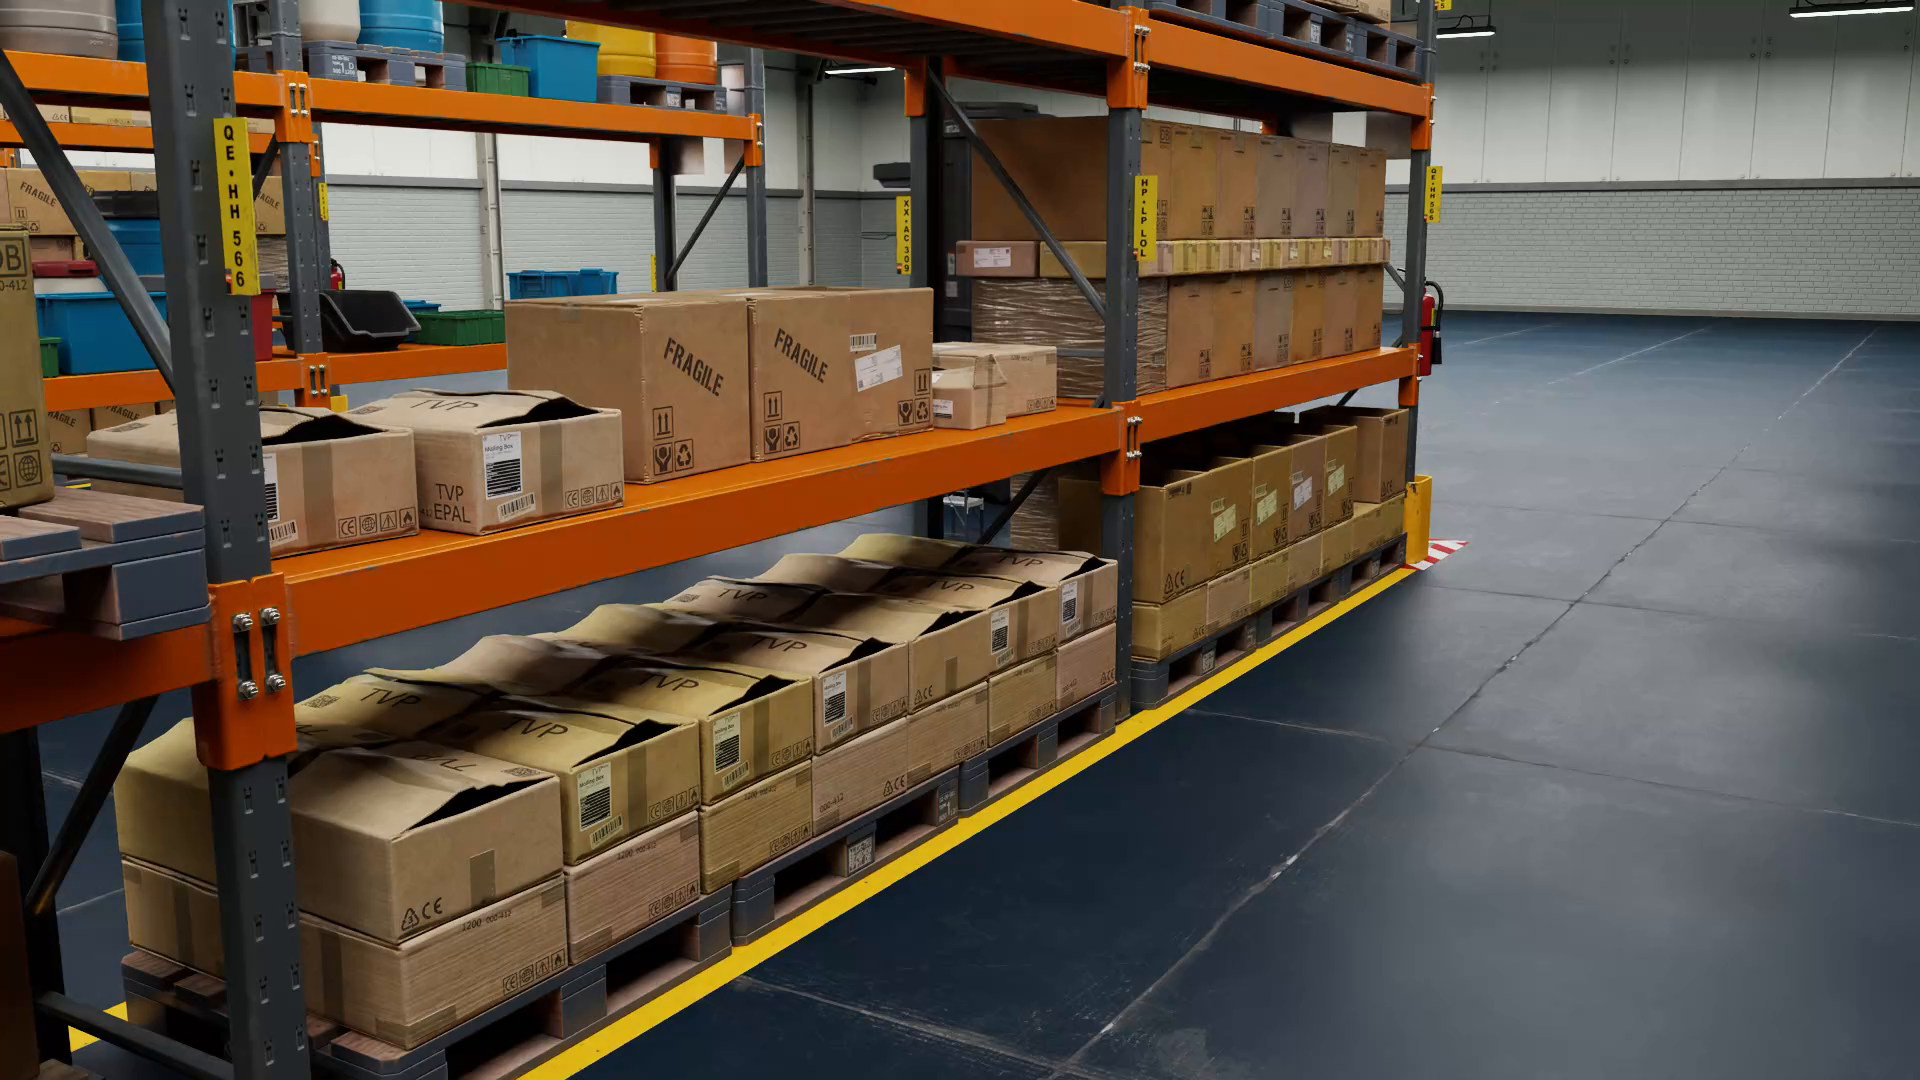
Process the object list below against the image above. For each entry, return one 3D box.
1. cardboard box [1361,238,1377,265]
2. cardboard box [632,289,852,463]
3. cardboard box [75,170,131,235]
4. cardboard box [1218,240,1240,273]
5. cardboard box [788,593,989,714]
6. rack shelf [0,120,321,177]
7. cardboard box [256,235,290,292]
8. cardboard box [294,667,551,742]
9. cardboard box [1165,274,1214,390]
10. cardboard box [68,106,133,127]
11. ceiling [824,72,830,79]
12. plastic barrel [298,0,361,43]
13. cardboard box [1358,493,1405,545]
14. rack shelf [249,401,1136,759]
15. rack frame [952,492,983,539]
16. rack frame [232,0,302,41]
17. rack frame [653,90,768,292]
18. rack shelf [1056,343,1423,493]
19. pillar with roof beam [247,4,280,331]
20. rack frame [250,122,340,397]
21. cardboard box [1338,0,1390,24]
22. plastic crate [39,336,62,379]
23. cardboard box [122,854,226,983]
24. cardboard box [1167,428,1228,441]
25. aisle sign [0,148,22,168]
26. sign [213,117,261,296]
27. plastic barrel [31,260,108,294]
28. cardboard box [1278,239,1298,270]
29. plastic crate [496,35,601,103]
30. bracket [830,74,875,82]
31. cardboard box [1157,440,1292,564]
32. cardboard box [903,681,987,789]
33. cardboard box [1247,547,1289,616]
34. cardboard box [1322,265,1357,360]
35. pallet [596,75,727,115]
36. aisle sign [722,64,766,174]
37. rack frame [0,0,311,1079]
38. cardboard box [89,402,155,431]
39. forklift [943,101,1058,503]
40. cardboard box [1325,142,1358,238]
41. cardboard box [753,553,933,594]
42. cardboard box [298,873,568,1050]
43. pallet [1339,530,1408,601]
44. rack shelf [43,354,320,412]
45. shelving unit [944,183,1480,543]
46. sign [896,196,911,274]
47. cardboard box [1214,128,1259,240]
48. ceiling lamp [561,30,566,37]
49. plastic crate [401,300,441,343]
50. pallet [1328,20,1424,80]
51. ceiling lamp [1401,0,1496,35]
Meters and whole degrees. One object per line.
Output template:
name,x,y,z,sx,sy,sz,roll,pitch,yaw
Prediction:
cardboard box,2.157,-1.650,9.499,0.380,0.149,0.250,7,13,32
cardboard box,-0.696,-0.541,5.337,0.500,0.500,0.500,6,12,31
cardboard box,-6.995,-2.690,13.290,0.500,0.500,0.500,6,12,31
cardboard box,1.085,-1.325,7.763,0.380,0.149,0.250,6,12,29
cardboard box,-0.241,0.348,5.664,0.500,0.311,0.500,6,12,31
rack shelf,-7.176,-3.155,13.375,1.077,0.370,4.000,6,12,31
cardboard box,-6.447,-2.461,14.780,0.875,0.500,0.500,6,12,31
cardboard box,-1.501,0.537,4.654,0.500,0.311,0.500,6,12,30
cardboard box,0.744,-0.976,7.659,0.700,0.500,0.500,6,12,30
cardboard box,-6.958,-3.411,13.196,0.500,0.250,0.500,6,12,30
ceiling,-4.607,-11.636,31.763,15.077,2.816,27.630,6,12,31
plastic barrel,-3.590,-3.031,9.313,0.421,0.512,0.421,0,11,0
cardboard box,2.301,-0.144,9.819,0.500,0.250,0.500,6,12,31
rack shelf,-0.788,-0.105,5.232,1.077,0.370,4.000,6,12,31
rack frame,0.049,-0.457,10.864,0.240,0.900,0.006,6,12,31
rack frame,-3.981,-4.196,8.825,1.000,3.000,0.127,6,12,31
rack frame,-1.905,-1.876,12.737,1.000,3.000,0.127,6,12,31
rack shelf,1.289,-0.734,8.592,1.077,0.370,4.000,6,12,31
pillar with roof beam,-10.074,-8.171,30.059,9.100,9.000,0.548,6,12,31
rack frame,-6.138,-2.349,15.265,1.000,3.000,0.127,6,12,31
cardboard box,1.954,-2.872,8.791,0.500,0.250,0.500,6,12,31
plastic crate,-4.644,-0.842,7.789,0.450,0.188,0.662,6,12,31
cardboard box,-1.762,0.895,4.267,0.500,0.250,0.500,7,13,32
cardboard box,1.077,-0.327,8.756,0.500,0.500,0.500,6,12,31
aisle sign,-10.031,-4.099,17.548,0.394,0.787,0.004,6,12,31
sign,-1.358,-0.624,3.117,0.100,0.325,0.005,6,12,31
plastic barrel,-4.665,-1.184,8.673,0.433,0.535,0.433,0,11,0
cardboard box,1.488,-1.448,8.415,0.380,0.149,0.250,6,12,30
plastic crate,-2.637,-3.014,10.707,0.392,0.384,0.575,6,12,31
bracket,-2.965,-13.493,48.708,0.076,0.066,3.189,6,12,31
cardboard box,1.278,-0.197,8.061,0.500,0.500,0.500,6,12,31
cardboard box,-0.247,0.625,5.710,0.500,0.250,0.500,7,13,32
cardboard box,1.278,0.172,8.130,0.500,0.250,0.500,6,12,31
cardboard box,1.805,-1.296,9.368,0.700,0.500,0.500,7,13,32
pallet,-2.418,-3.137,11.833,1.003,0.211,1.213,6,12,31
aisle sign,-1.613,-3.137,12.407,0.394,0.787,0.004,6,12,31
rack frame,-1.826,-0.144,3.486,1.000,3.000,0.127,6,12,31
cardboard box,-7.099,-1.036,13.904,0.500,0.500,0.500,8,13,36
forklift,0.005,-1.938,13.255,1.130,2.935,3.031,-7,13,-34
cardboard box,1.778,-1.925,9.203,0.700,0.500,0.500,6,12,29
cardboard box,-0.442,0.216,6.371,0.500,0.311,0.500,6,12,30
cardboard box,-1.304,0.947,3.990,0.500,0.250,0.500,6,12,30
pallet,1.966,0.093,9.799,1.003,0.211,1.213,6,12,31
rack shelf,-5.020,-0.579,7.763,1.077,0.370,4.000,6,12,31
shelving unit,3.863,-4.651,27.289,11.303,3.100,33.289,6,12,31
sign,-0.225,-1.290,7.041,0.100,0.325,0.005,6,12,31
cardboard box,0.997,-1.688,7.939,0.700,0.500,0.500,6,12,31
ceiling lamp,-7.085,-11.788,33.517,2.000,3.185,0.800,6,12,31
plastic crate,-3.639,-1.374,10.459,0.499,0.251,0.616,6,12,31
pallet,1.938,-2.724,9.358,1.003,0.211,1.213,6,12,31
ceiling lamp,9.995,-11.860,33.792,2.000,3.144,0.800,6,12,31
